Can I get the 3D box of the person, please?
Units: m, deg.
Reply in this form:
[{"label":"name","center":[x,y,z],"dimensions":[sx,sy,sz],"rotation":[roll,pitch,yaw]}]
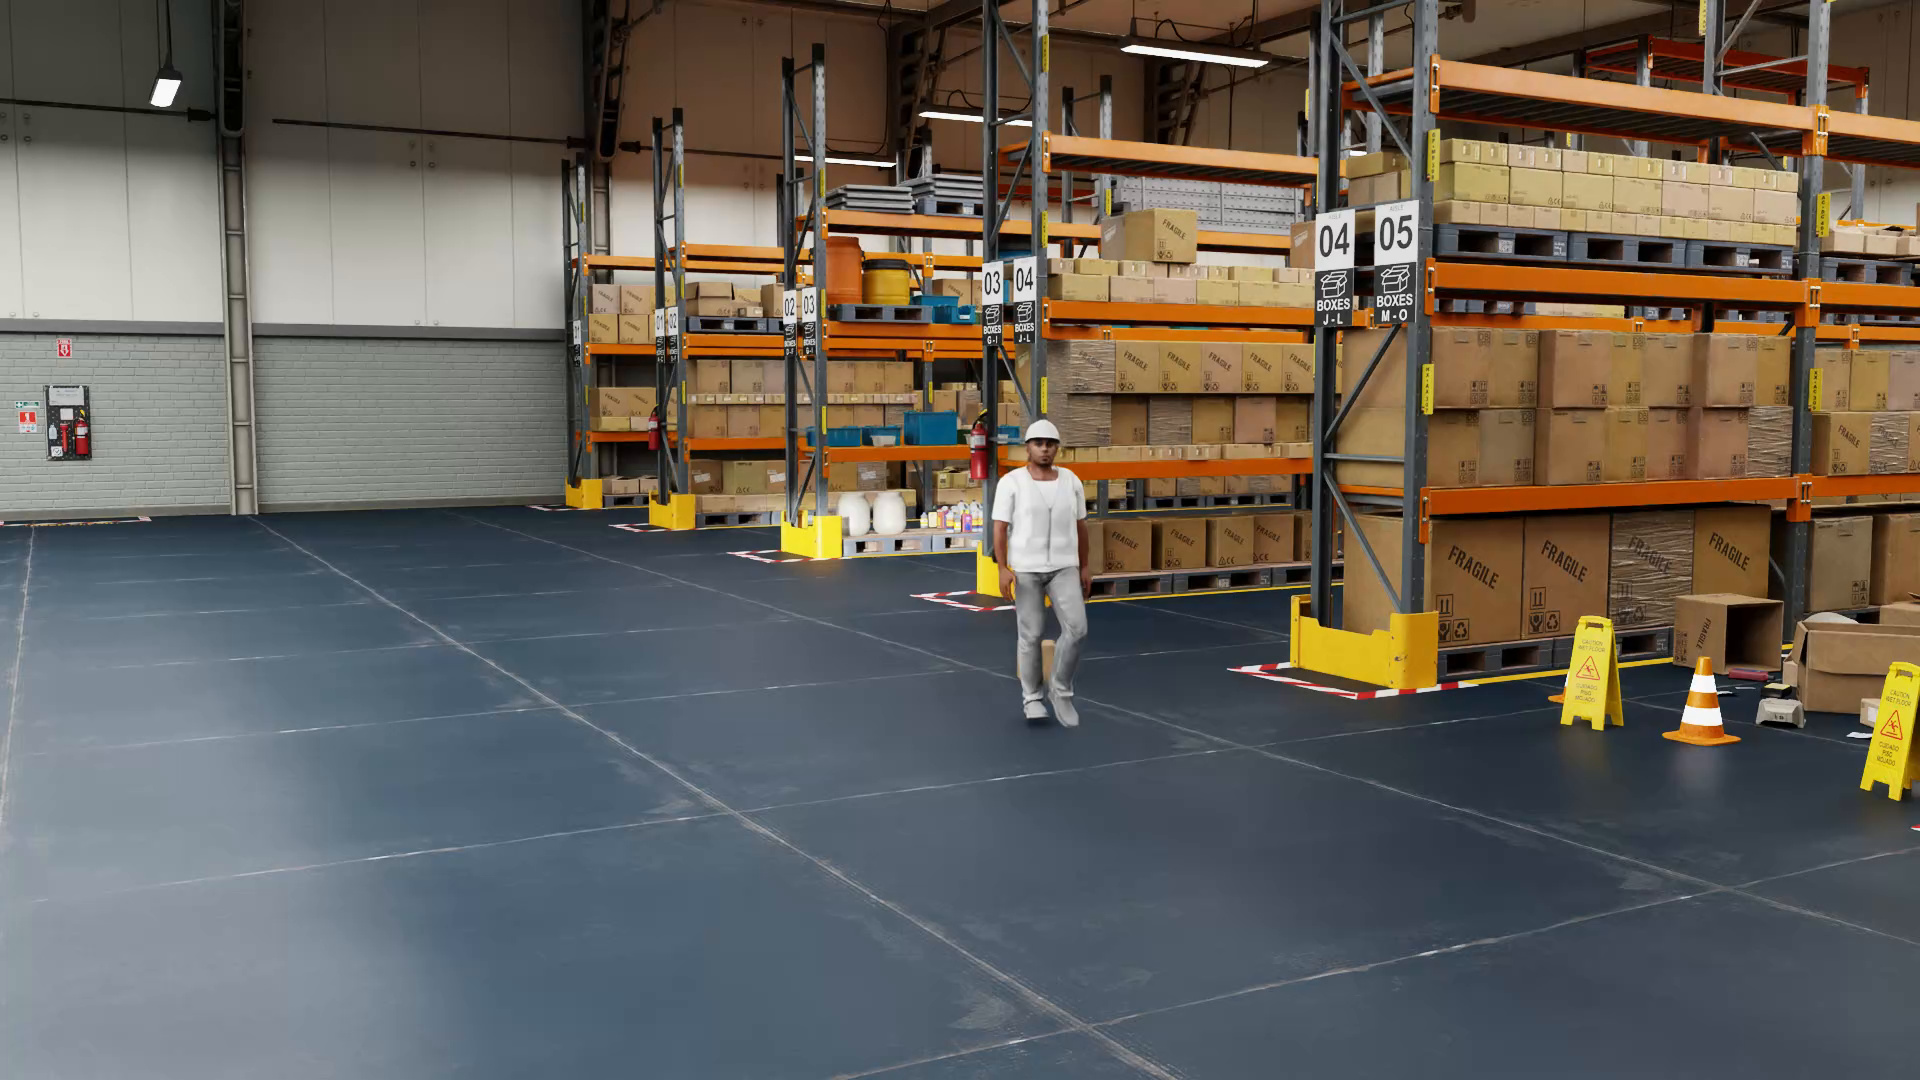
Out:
[{"label":"person","center":[0.497,0.205,9.715],"dimensions":[0.610,1.810,0.490],"rotation":[-1,5,-10]}]
